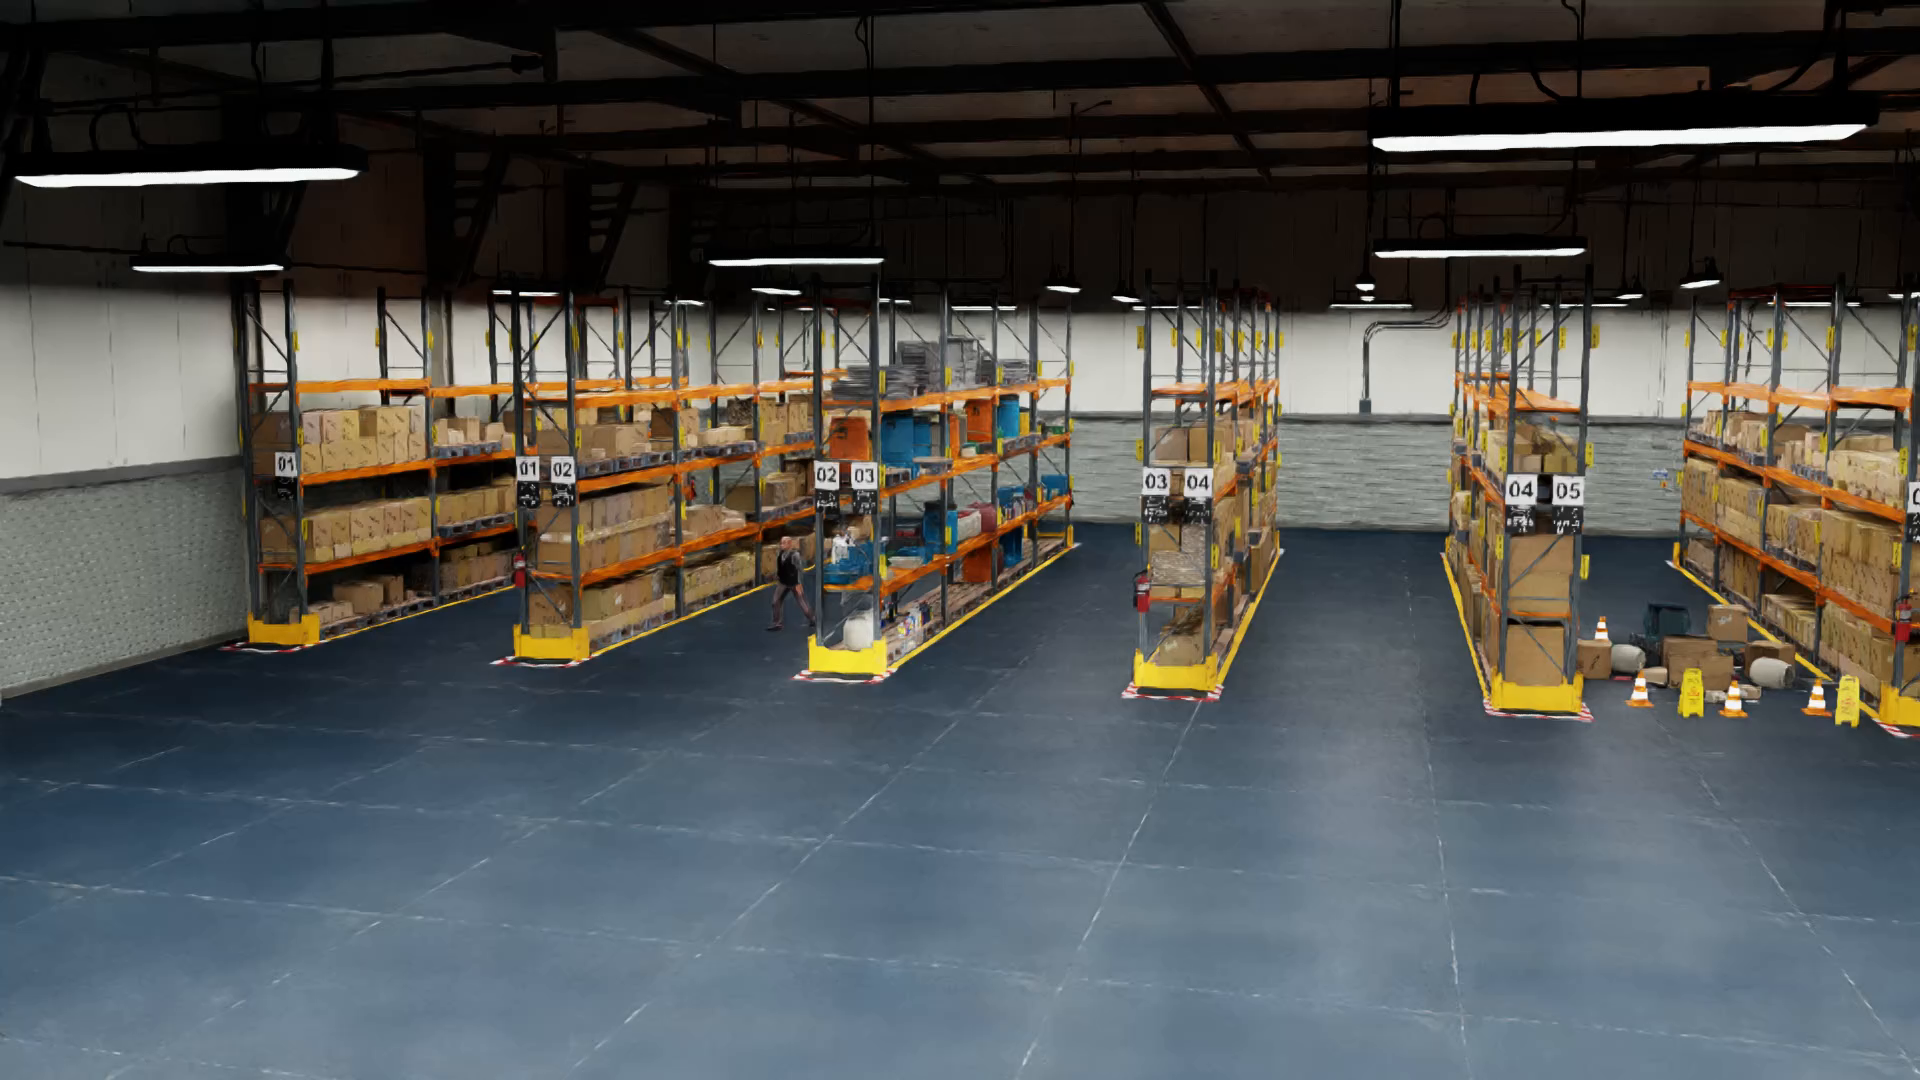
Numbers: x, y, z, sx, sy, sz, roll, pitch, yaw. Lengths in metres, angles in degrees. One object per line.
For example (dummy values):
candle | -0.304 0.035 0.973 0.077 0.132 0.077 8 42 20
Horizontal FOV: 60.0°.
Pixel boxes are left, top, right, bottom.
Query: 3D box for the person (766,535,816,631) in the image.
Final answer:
person | -2.902 0.740 28.745 0.572 1.669 0.954 5 8 34

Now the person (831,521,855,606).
person | -2.212 0.414 31.570 0.495 1.589 1.086 2 7 16
